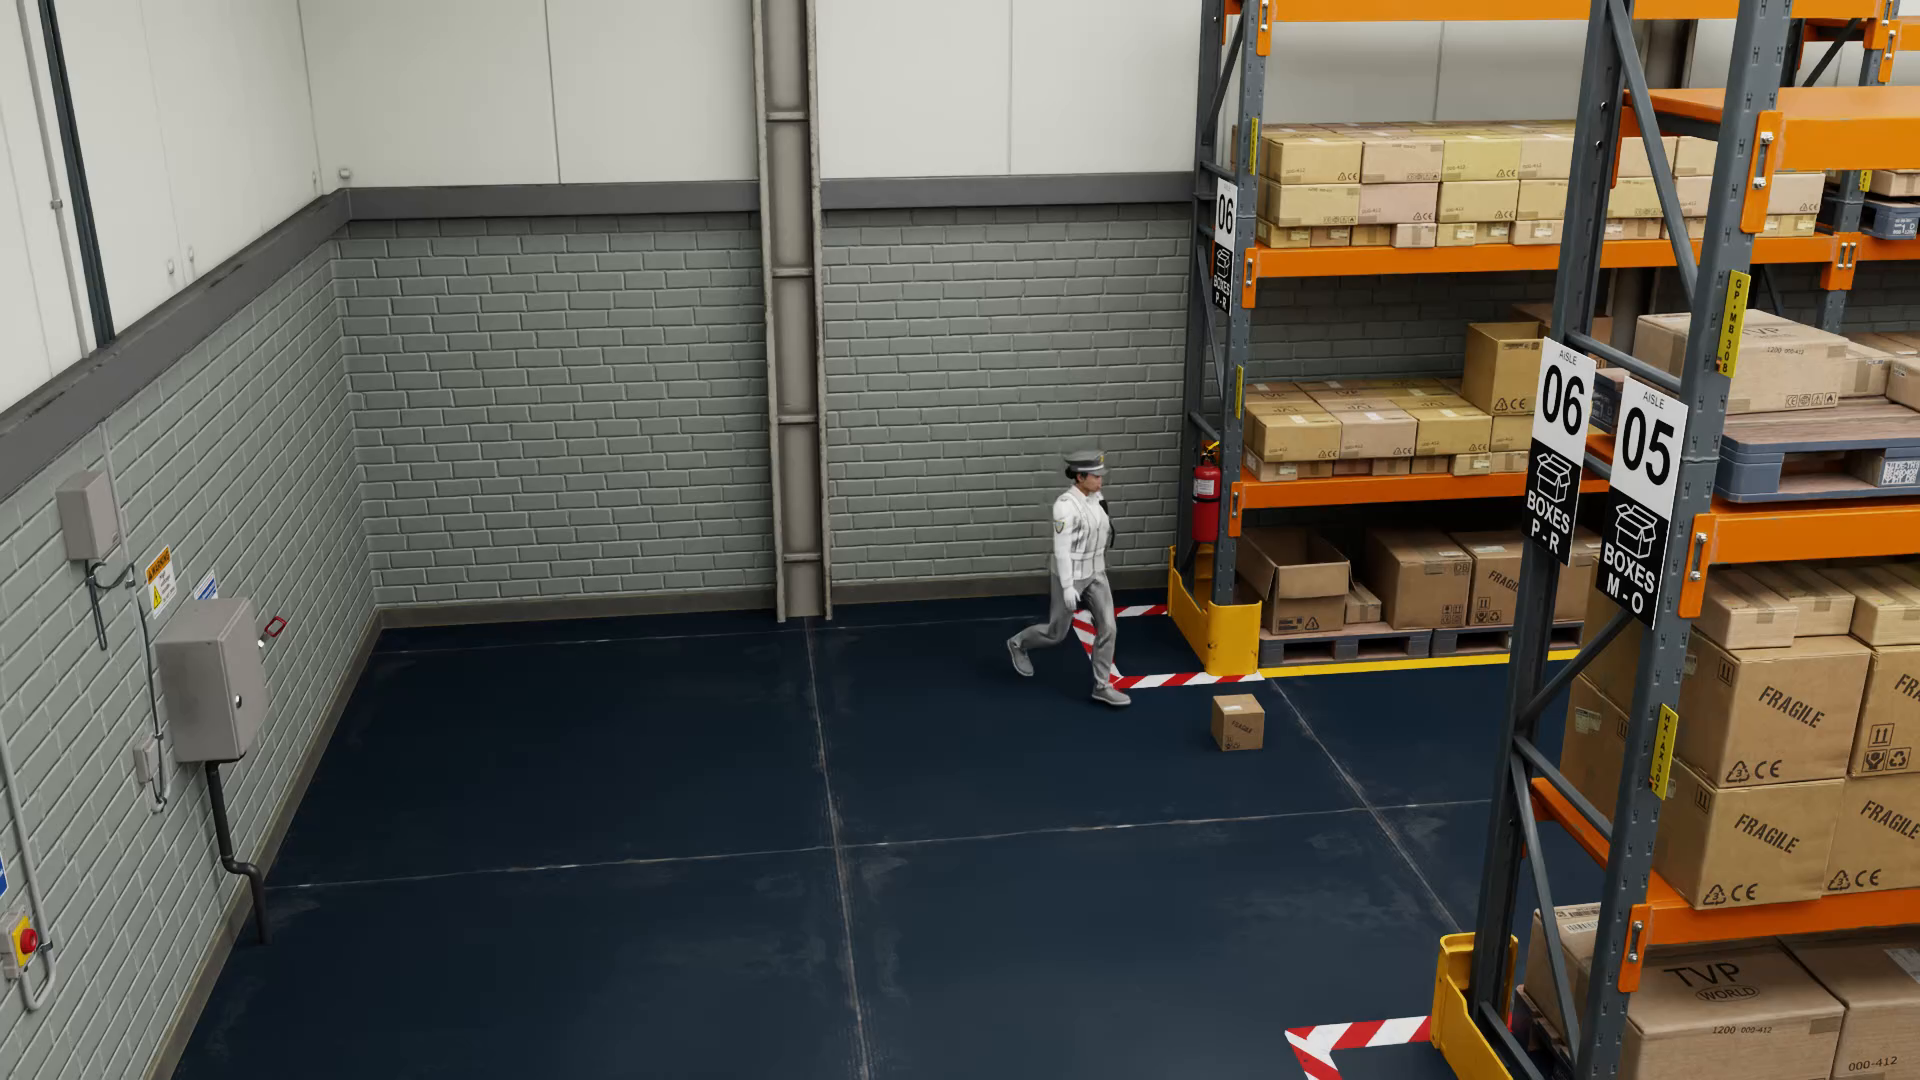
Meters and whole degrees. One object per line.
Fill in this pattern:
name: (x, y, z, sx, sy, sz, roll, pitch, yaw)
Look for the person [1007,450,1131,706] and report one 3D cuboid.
person: (13.418, -0.549, 6.415, 13.588, 5.839, 23.820, -19, 27, -41)
